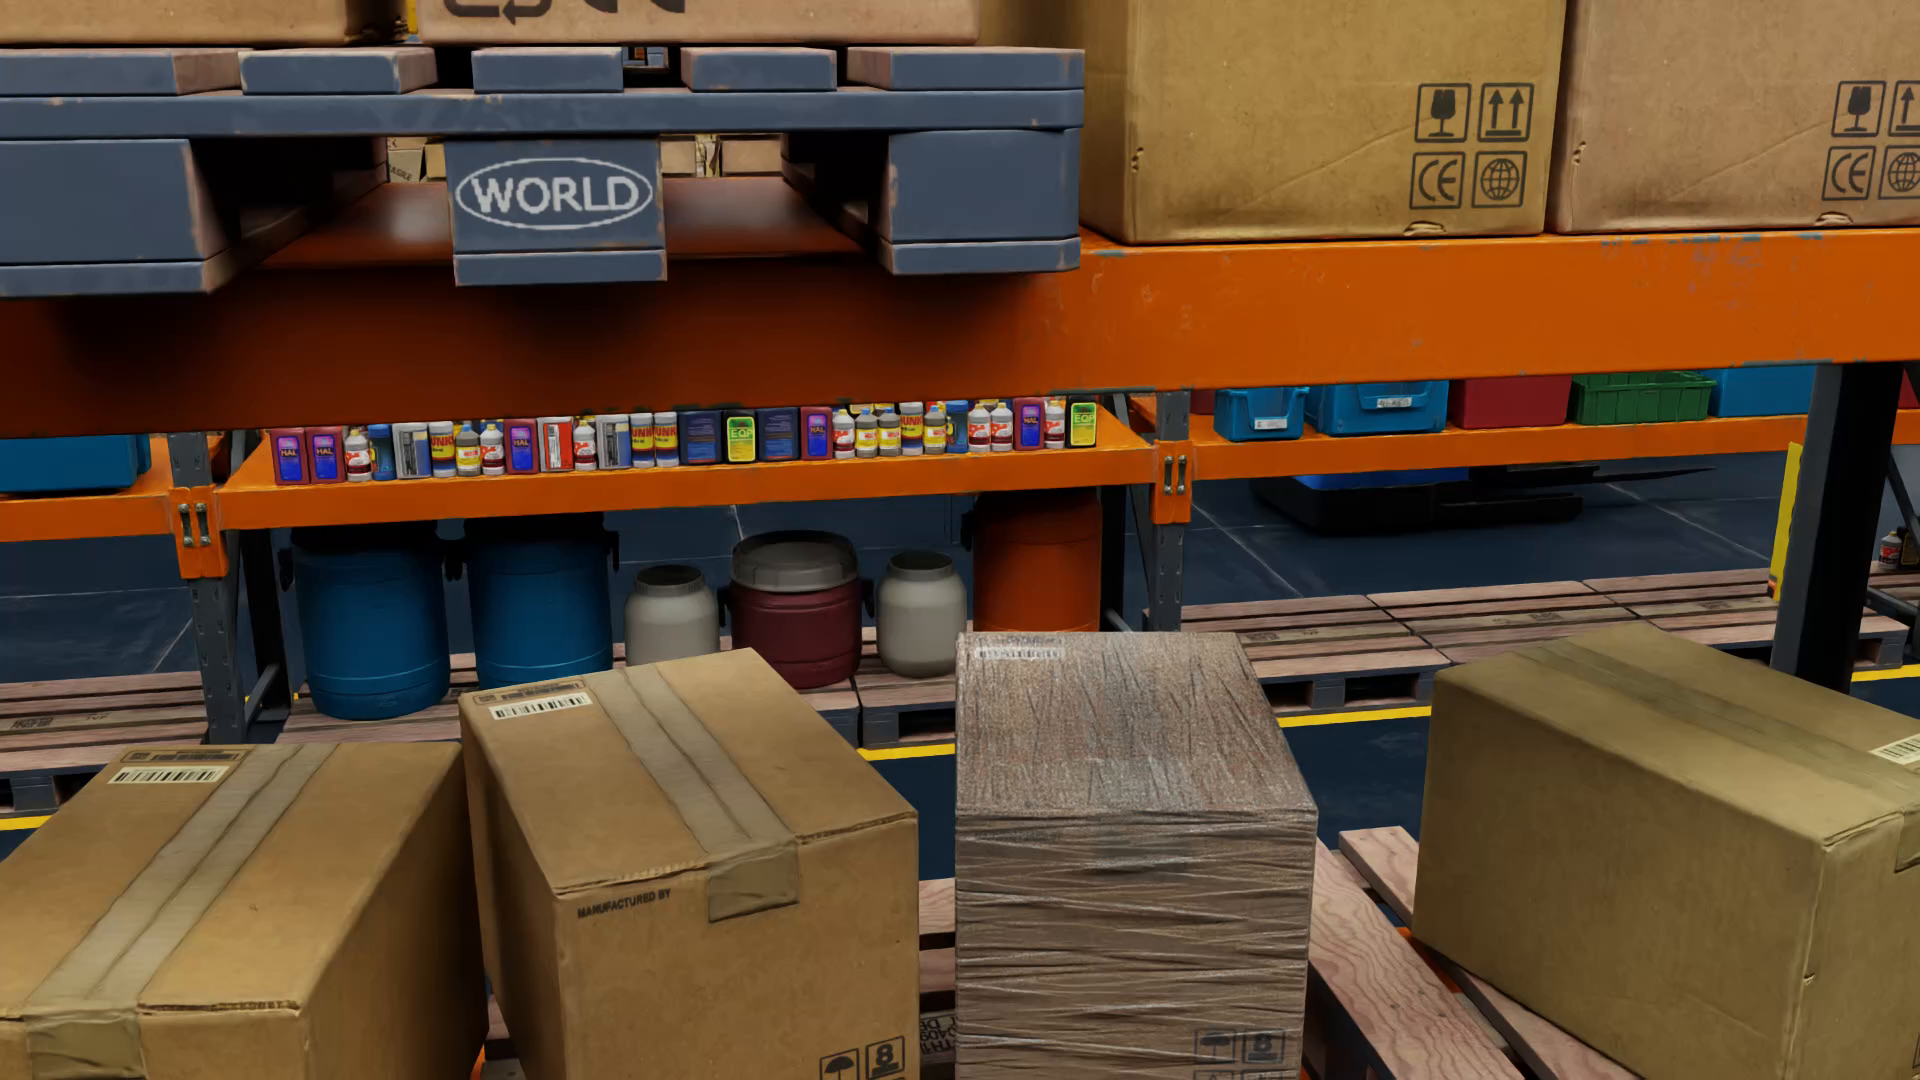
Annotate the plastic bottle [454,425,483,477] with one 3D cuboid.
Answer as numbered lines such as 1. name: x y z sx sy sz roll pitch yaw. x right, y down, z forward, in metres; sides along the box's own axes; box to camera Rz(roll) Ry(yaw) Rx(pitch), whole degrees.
1. plastic bottle: -1.989 -0.363 6.724 0.097 0.201 0.097 0 17 0

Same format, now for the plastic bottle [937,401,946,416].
1. plastic bottle: -0.061 -0.654 7.671 0.097 0.201 0.097 0 17 0

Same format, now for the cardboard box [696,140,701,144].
1. cardboard box: -2.724 -3.926 16.683 0.250 0.149 0.380 -3 17 -9

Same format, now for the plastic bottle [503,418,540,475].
1. plastic bottle: -1.777 -0.409 6.734 0.133 0.283 0.061 -3 17 -10

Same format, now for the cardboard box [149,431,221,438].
1. cardboard box: -5.576 -1.067 11.581 0.875 0.875 0.875 -3 17 -10

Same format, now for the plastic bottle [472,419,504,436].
1. plastic bottle: -2.041 -0.609 7.269 0.185 0.351 0.144 -3 17 -10

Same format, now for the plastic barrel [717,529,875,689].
1. plastic barrel: -0.748 0.306 7.598 0.708 0.588 0.600 -3 17 -10

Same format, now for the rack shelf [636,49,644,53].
1. rack shelf: -3.946 -6.004 20.867 4.000 0.370 1.077 -3 17 -10

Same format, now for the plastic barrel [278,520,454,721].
1. plastic barrel: -2.552 0.259 7.219 0.708 0.901 0.600 -3 17 -10

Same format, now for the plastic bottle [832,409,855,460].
1. plastic bottle: -0.491 -0.448 7.001 0.097 0.201 0.097 0 17 0

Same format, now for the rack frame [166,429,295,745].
1. rack frame: -3.090 -0.518 6.890 0.127 3.000 1.000 -3 17 -10

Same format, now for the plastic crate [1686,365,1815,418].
1. plastic crate: 3.741 -0.805 7.851 0.575 0.384 0.392 -3 17 -10

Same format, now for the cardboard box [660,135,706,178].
1. cardboard box: -2.121 -2.585 11.741 0.637 0.503 0.797 -3 17 -9

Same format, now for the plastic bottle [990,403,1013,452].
1. plastic bottle: 0.178 -0.486 7.125 0.097 0.201 0.097 0 17 0

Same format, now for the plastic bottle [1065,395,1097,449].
1. plastic bottle: 0.521 -0.540 7.158 0.133 0.283 0.061 -3 17 -10

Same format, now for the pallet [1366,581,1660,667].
1. pallet: 2.801 0.493 8.346 1.213 0.211 1.003 -3 17 -10

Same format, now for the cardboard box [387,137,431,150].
1. cardboard box: -5.281 -3.945 15.668 0.500 0.500 0.500 -4 17 -12

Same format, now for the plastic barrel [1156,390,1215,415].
1. plastic barrel: 1.236 -0.919 7.963 0.708 0.536 0.600 -3 17 -10

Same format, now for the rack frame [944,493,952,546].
1. rack frame: -0.076 -0.569 10.122 0.006 1.200 0.240 -3 17 -10

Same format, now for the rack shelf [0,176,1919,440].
1. rack shelf: -0.190 -0.291 2.268 4.000 0.370 1.077 -3 17 -10

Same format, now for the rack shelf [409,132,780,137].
1. rack shelf: -1.126 -1.719 6.917 4.000 0.370 1.077 -3 17 -10

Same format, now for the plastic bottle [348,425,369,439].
1. plastic bottle: -2.656 -0.553 7.340 0.097 0.201 0.097 0 17 0

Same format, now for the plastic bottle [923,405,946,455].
1. plastic bottle: -0.109 -0.470 7.072 0.097 0.201 0.097 0 17 0

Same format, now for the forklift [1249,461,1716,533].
1. forklift: 3.521 -1.661 10.729 3.031 2.935 1.130 -4 18 -13

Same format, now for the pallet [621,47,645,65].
1. pallet: -1.822 -3.398 11.479 1.213 0.211 1.003 -2 17 -8

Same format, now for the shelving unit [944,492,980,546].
1. shelving unit: 0.014 -0.574 10.138 0.189 1.200 0.258 -3 17 -10

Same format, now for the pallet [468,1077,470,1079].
1. pallet: -1.349 0.989 2.310 1.213 0.211 1.003 -3 17 -10

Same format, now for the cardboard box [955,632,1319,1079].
1. cardboard box: 0.242 0.502 2.682 0.500 0.500 0.700 0 17 0

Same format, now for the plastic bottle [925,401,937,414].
1. plastic bottle: -0.103 -0.725 7.774 0.135 0.276 0.152 -3 17 -10

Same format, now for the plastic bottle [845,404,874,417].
1. plastic bottle: -0.470 -0.721 7.750 0.133 0.283 0.061 -3 17 -10

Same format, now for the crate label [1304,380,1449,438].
1. crate label: 1.864 -0.735 7.536 0.616 0.435 0.502 -3 17 -10

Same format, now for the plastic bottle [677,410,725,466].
1. plastic bottle: -1.078 -0.494 6.894 0.185 0.351 0.144 -3 17 -10

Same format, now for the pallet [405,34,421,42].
1. pallet: -2.339 -1.933 6.711 1.003 0.211 1.213 -3 17 -10

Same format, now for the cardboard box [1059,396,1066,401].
1. cardboard box: 0.552 -1.227 12.706 0.500 0.500 0.700 -4 18 -13

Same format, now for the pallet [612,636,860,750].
1. pallet: -1.124 0.715 7.624 1.213 0.211 1.003 -3 17 -10

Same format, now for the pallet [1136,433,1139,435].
1. pallet: 0.665 -0.879 12.813 1.213 0.211 1.003 -3 17 -10

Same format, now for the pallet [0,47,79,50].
1. pallet: -1.500 -0.450 1.879 1.003 0.211 1.213 -3 17 -10

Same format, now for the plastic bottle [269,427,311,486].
1. plastic bottle: -2.649 -0.360 6.573 0.133 0.283 0.061 -3 17 -10

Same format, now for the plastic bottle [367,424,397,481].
1. plastic bottle: -2.312 -0.378 6.654 0.097 0.271 0.097 0 17 0

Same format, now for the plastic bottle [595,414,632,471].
1. plastic bottle: -1.426 -0.439 6.844 0.135 0.276 0.152 -3 17 -10

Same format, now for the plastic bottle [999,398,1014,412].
1. plastic bottle: 0.232 -0.750 7.863 0.097 0.271 0.097 0 17 0

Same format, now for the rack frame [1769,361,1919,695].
1. rack frame: 1.774 0.687 2.965 0.127 3.000 1.000 -3 17 -10

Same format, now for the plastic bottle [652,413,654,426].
1. plastic bottle: -1.442 -0.621 7.564 0.097 0.201 0.097 0 17 0

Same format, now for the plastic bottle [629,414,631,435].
1. plastic bottle: -1.509 -0.606 7.394 0.097 0.271 0.097 0 17 0

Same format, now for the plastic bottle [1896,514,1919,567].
1. plastic bottle: 5.175 0.003 9.071 0.133 0.283 0.061 -2 17 -8

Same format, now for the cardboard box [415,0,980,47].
1. cardboard box: -0.336 -0.902 1.975 0.600 0.600 0.600 -4 18 -13
